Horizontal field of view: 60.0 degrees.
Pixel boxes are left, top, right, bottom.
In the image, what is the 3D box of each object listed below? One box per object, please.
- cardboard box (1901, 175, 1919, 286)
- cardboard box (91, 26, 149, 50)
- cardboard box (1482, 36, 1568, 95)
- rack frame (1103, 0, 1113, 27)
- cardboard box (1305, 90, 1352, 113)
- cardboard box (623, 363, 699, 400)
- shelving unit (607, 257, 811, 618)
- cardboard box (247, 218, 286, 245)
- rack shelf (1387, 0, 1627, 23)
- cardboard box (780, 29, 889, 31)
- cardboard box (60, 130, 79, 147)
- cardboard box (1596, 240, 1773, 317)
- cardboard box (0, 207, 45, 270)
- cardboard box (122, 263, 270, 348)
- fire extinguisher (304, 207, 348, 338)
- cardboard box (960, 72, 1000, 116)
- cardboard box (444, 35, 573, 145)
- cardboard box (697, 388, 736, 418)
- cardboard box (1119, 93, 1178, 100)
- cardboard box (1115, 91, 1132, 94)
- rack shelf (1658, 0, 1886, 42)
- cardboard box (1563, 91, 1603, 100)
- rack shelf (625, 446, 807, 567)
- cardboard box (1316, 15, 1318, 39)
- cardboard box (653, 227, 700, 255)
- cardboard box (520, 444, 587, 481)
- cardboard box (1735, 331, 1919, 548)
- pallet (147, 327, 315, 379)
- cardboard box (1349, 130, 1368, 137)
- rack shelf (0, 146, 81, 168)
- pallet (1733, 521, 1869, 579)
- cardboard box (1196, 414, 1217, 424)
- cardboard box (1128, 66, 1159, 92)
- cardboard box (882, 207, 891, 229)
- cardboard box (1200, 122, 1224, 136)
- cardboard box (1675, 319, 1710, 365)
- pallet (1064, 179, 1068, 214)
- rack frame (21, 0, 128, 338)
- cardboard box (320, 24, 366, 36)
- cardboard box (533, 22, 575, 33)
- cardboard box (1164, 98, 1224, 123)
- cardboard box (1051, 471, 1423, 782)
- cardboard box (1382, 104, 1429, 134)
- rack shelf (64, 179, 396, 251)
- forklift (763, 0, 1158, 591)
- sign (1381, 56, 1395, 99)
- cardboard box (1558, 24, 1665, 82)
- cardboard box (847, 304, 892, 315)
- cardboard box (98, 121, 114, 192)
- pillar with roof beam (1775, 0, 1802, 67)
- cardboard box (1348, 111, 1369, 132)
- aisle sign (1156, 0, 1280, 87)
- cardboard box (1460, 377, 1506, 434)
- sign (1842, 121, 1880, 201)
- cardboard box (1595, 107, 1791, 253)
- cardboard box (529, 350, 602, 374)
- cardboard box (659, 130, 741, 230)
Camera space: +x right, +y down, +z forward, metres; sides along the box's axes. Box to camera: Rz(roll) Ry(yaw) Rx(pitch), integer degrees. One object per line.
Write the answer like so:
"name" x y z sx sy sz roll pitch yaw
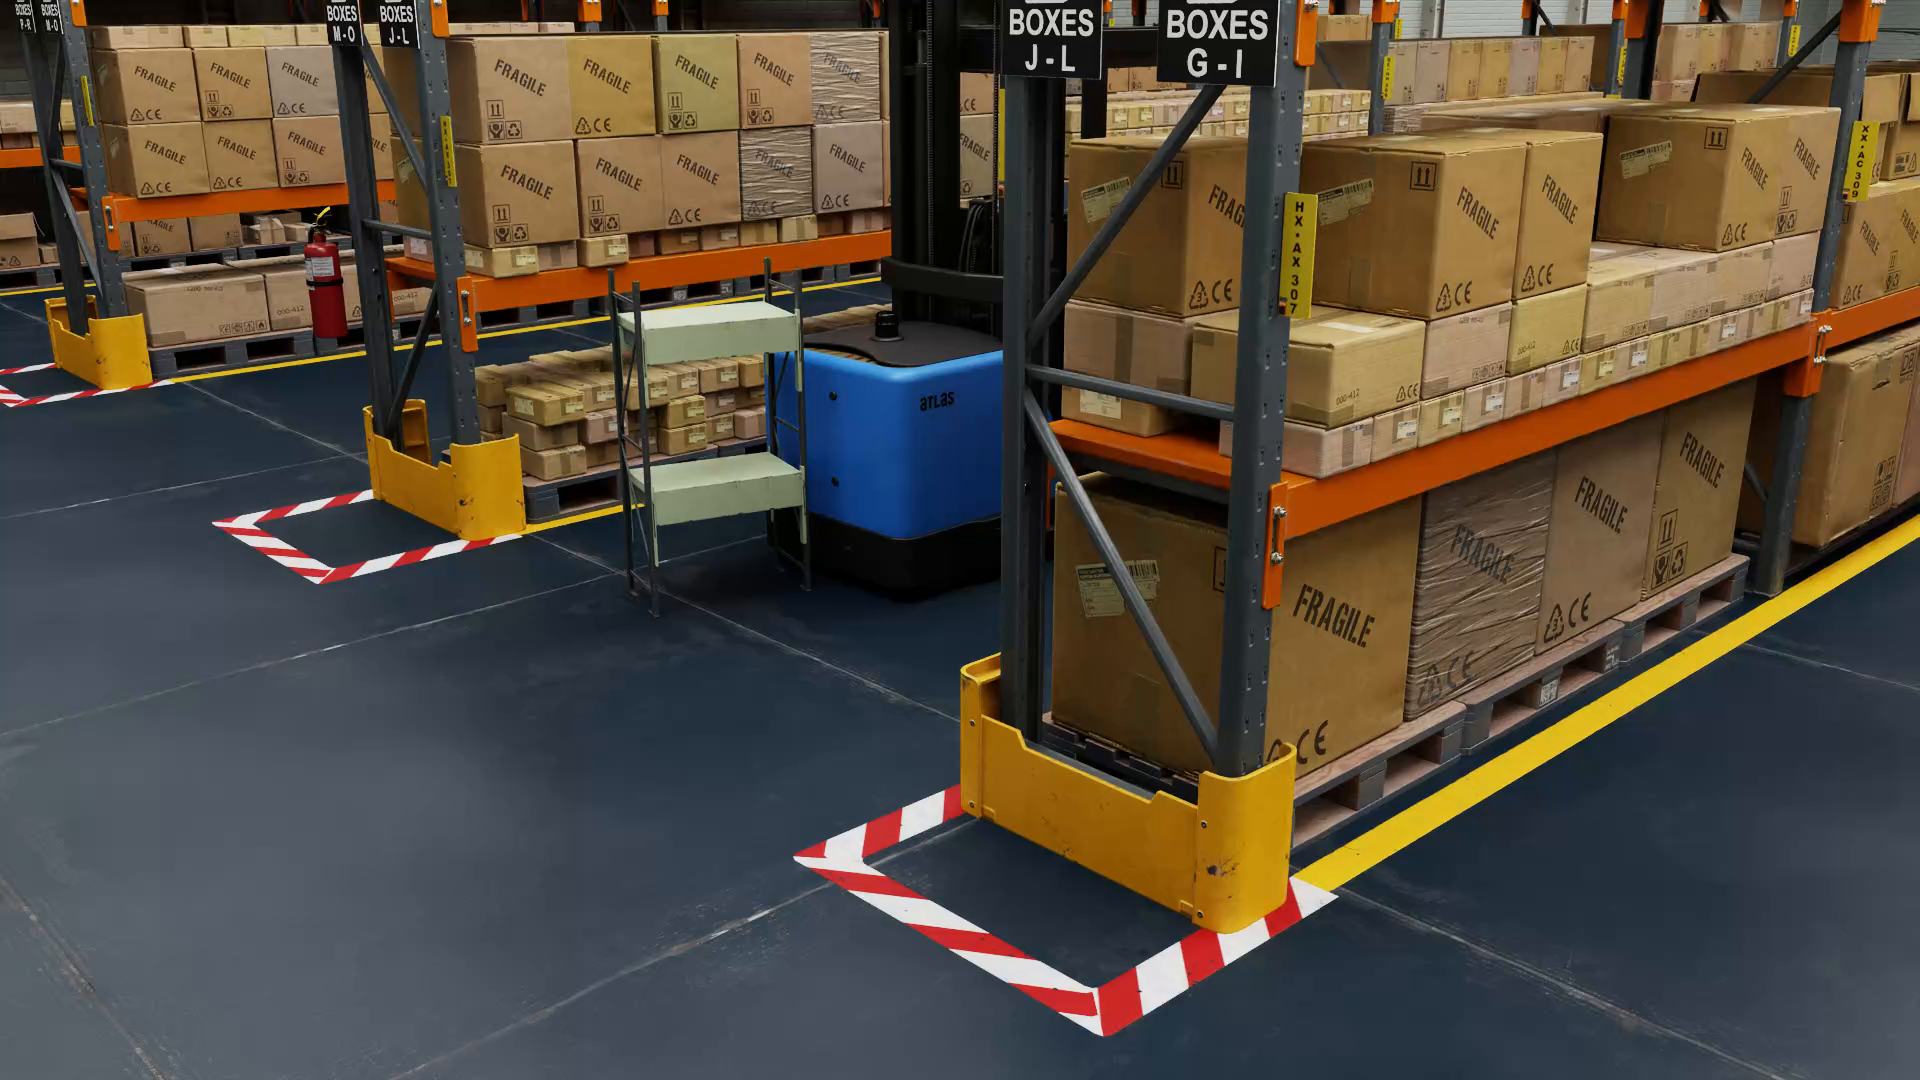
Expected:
"cardboard box" 4.660 -1.578 8.328 0.500 0.500 0.500 -17 25 -42
"cardboard box" -5.841 -3.495 11.566 0.250 0.149 0.380 -16 24 -40
"cardboard box" 5.175 -4.412 15.446 0.500 0.500 0.700 -17 24 -42
"rack frame" 1.924 -7.152 25.680 0.127 3.000 1.000 -16 24 -41
"cardboard box" 2.773 -3.361 12.750 0.250 0.149 0.380 -17 24 -41
"cardboard box" -1.689 -0.905 9.389 0.380 0.149 0.250 16 24 41
"shelving unit" -1.120 -0.473 7.513 0.755 1.500 0.431 -9 20 -26
"cardboard box" -7.258 -3.249 17.394 0.258 0.266 0.396 -15 23 -39
"rack shelf" 4.451 -4.766 14.623 4.000 0.370 1.077 -16 24 -41
"cardboard box" -0.770 -2.920 10.362 0.500 0.500 0.500 17 25 42
"cardboard box" -8.540 -3.875 15.981 0.250 0.149 0.380 -16 24 -40
"cardboard box" 2.911 -1.084 6.727 0.500 0.250 0.500 -15 23 -39
"cardboard box" -9.193 -2.882 15.878 0.797 0.503 0.637 17 24 42
"cardboard box" -5.878 -1.793 12.626 0.875 0.438 0.875 17 24 42
"fire extinguisher" -3.315 -1.398 8.663 0.183 0.674 0.296 -16 24 -41
"cardboard box" -0.064 -2.914 10.344 0.500 0.500 0.500 17 24 42
"cardboard box" -2.306 -2.262 8.334 0.500 0.500 0.500 -16 24 -41
"cardboard box" -1.515 -0.825 9.626 0.380 0.149 0.250 16 24 41
"cardboard box" 1.391 -3.235 12.361 0.250 0.149 0.380 -17 24 -42
"cardboard box" 1.697 -4.933 18.562 0.250 0.149 0.380 -16 24 -40
"rack shelf" 4.879 -2.785 8.515 4.000 0.370 1.077 -16 24 -41
"cardboard box" 5.709 -3.982 15.741 0.500 0.500 0.500 -16 24 -41
"rack shelf" -1.120 -0.163 7.614 0.720 0.370 0.431 -9 20 -26
"cardboard box" 3.985 -6.237 20.591 0.500 0.500 0.700 -16 24 -41
"cardboard box" -1.658 -1.684 9.221 0.250 0.149 0.380 -17 24 -41
"cardboard box" -2.214 -0.445 8.935 0.250 0.149 0.380 -16 24 -40
"cardboard box" 3.877 -0.606 8.254 0.875 0.875 1.225 -16 24 -41
"pallet" -5.762 -1.511 12.801 1.213 0.211 1.003 -16 24 -41
"cardboard box" 2.955 -3.130 13.002 0.250 0.149 0.380 -16 24 -40
"rack shelf" -8.249 -3.843 16.641 4.000 0.370 1.077 -16 24 -41
"pallet" 3.935 -0.131 8.546 1.213 0.211 1.003 -16 24 -41
"cardboard box" 0.740 -0.514 5.615 0.250 0.149 0.380 -16 24 -40
"cardboard box" 1.893 -5.327 18.726 0.500 0.500 0.500 -16 24 -41
"cardboard box" -0.537 -2.016 10.246 0.380 0.149 0.250 17 25 42
"cardboard box" 1.644 -2.891 11.782 0.250 0.149 0.380 -17 24 -42
"cardboard box" 2.682 -0.801 6.499 0.250 0.149 0.380 -16 24 -40
"pallet" 0.747 -2.448 11.482 1.213 0.211 1.003 -16 24 -41
"rack frame" -6.289 -2.650 11.795 0.127 3.000 1.000 -16 24 -41
"cardboard box" -4.685 -3.814 12.550 0.250 0.149 0.380 -17 25 -42
"cardboard box" -3.388 -4.193 13.718 0.250 0.149 0.380 -17 24 -42
"cardboard box" 1.633 -3.028 11.721 0.250 0.149 0.380 -15 23 -39
"cardboard box" 0.929 0.228 5.682 0.875 0.875 0.875 -16 24 -41
"cardboard box" 3.510 -3.340 13.759 0.500 0.500 0.500 -16 24 -40
"rack shelf" -4.836 -2.732 13.213 4.000 0.370 1.077 -16 24 -41
"forklift" 0.445 -1.532 8.456 1.130 2.935 3.031 17 25 42
"sign" 3.378 -3.651 13.133 0.005 0.325 0.100 -16 24 -41
"cardboard box" 6.516 -4.903 16.749 0.550 0.550 0.875 -16 24 -41
"cardboard box" -0.542 -1.465 11.116 0.250 0.149 0.380 -15 23 -38
"cardboard box" -6.121 -2.859 12.277 0.500 0.500 0.500 -16 24 -41
"pillar with roof beam" 25.555 -15.452 41.554 0.400 9.000 9.100 -16 24 -41
"cardboard box" 2.952 -3.272 12.958 0.250 0.149 0.380 -16 24 -40
"aisle sign" 0.673 -1.583 4.290 0.004 0.787 0.394 -16 24 -41
"cardboard box" 1.564 -0.476 5.495 0.250 0.149 0.380 -17 24 -42
"sign" 3.808 -1.602 7.031 0.005 0.325 0.100 -16 24 -41
"cardboard box" 2.909 -1.441 6.611 0.500 0.500 0.500 -16 24 -40
"cardboard box" -2.281 -0.981 9.625 0.250 0.149 0.380 -17 25 -42
"cardboard box" -1.563 -2.005 9.159 0.500 0.500 0.500 -16 24 -40
